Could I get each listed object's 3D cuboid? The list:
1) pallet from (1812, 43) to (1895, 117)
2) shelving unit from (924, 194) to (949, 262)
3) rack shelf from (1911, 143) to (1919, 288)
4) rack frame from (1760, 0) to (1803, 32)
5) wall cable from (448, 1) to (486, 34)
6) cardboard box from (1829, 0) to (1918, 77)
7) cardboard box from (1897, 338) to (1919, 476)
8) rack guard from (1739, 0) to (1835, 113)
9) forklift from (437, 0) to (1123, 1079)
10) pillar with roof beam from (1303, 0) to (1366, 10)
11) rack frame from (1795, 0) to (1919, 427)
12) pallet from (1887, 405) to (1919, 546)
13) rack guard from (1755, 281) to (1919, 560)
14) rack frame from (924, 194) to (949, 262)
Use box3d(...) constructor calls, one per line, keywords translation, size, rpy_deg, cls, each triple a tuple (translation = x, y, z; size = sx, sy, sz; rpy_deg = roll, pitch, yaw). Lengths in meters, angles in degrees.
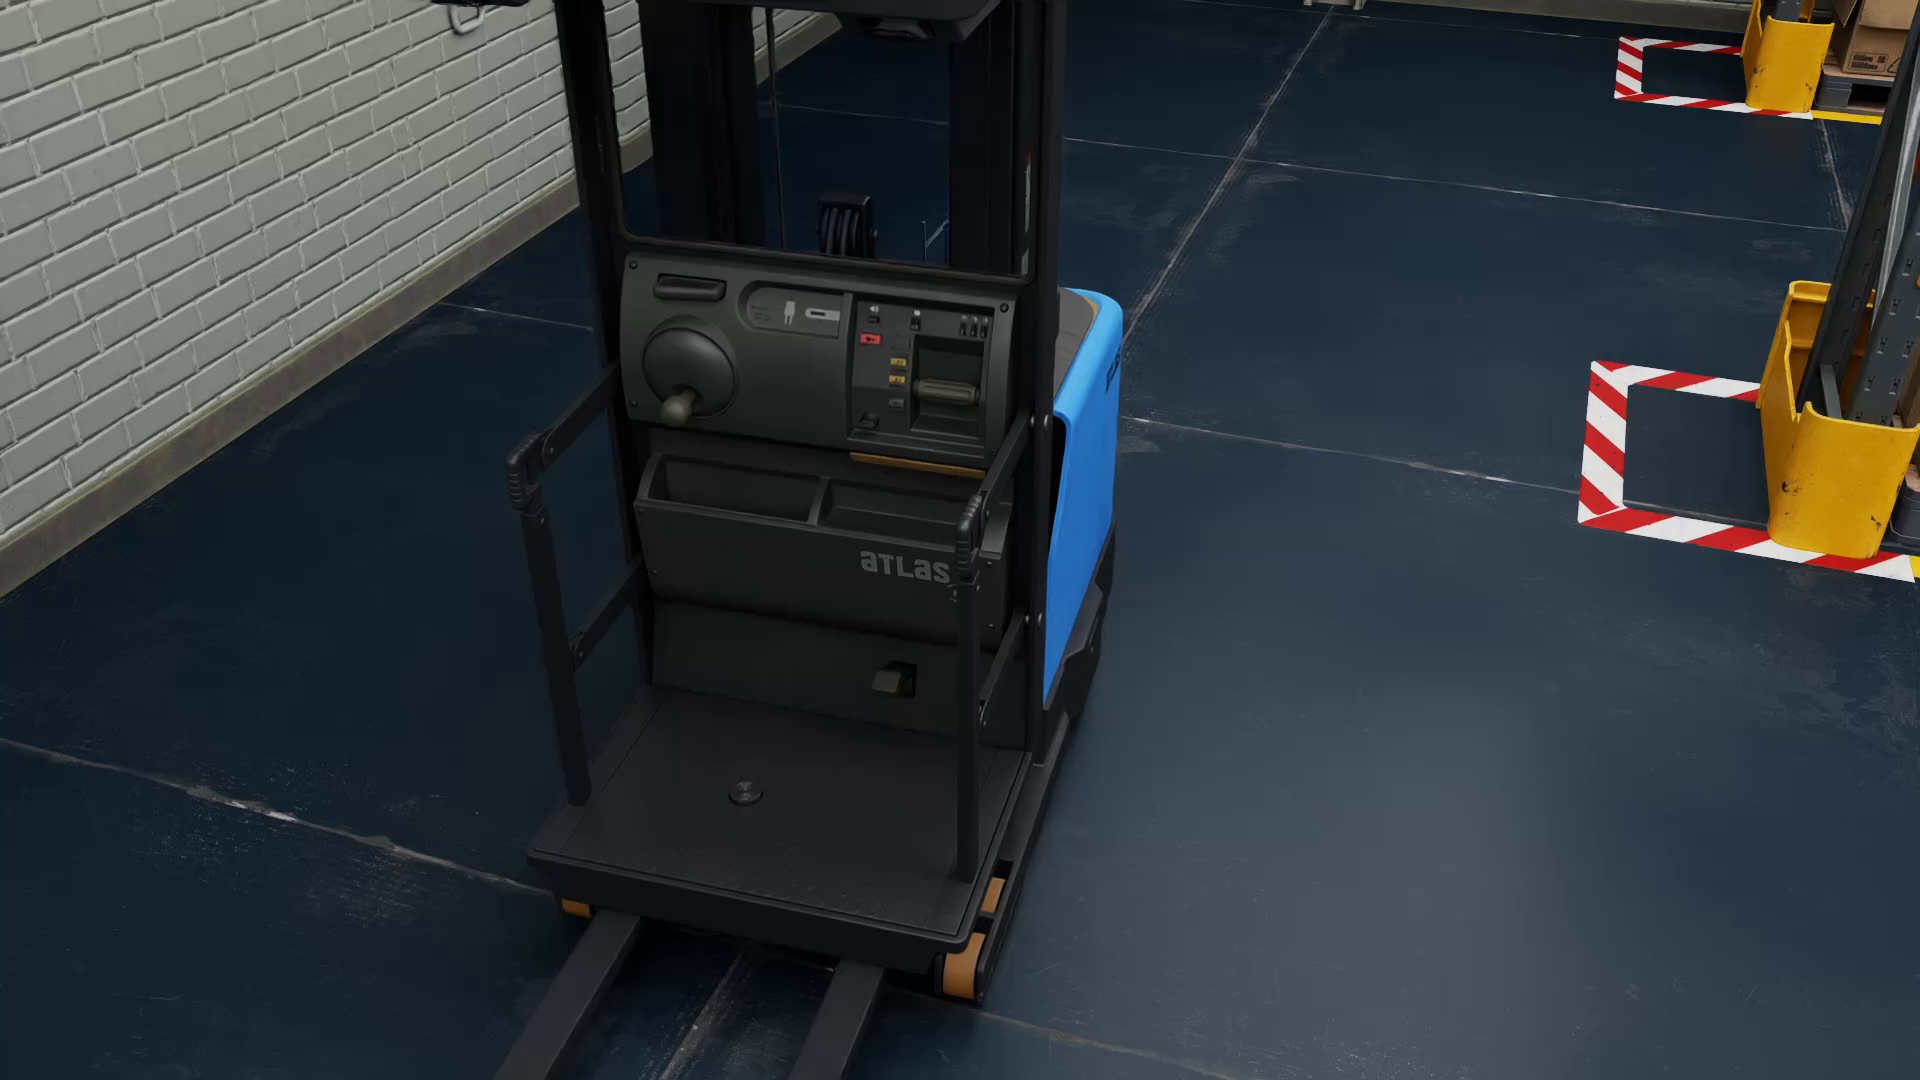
box3d(translation=(5.661, -2.712, 9.757), size=(1.213, 0.211, 1.003), rpy_deg=(11, 34, 16), cls="pallet")
box3d(translation=(0.015, -0.507, 5.428), size=(0.189, 1.200, 0.258), rpy_deg=(9, 34, 14), cls="shelving unit")
box3d(translation=(5.050, -0.840, 4.949), size=(4.000, 0.370, 1.077), rpy_deg=(11, 34, 16), cls="rack shelf")
box3d(translation=(4.838, -4.043, 9.247), size=(0.127, 3.000, 1.000), rpy_deg=(11, 34, 16), cls="rack frame")
box3d(translation=(-2.149, -2.968, 6.616), size=(0.123, 1.953, 0.585), rpy_deg=(11, 34, 16), cls="wall cable")
box3d(translation=(5.382, -3.011, 9.562), size=(0.637, 0.503, 0.797), rpy_deg=(10, 34, 15), cls="cardboard box")
box3d(translation=(3.822, -0.538, 5.793), size=(0.875, 0.438, 0.875), rpy_deg=(10, 34, 15), cls="cardboard box")
box3d(translation=(4.910, -2.979, 9.903), size=(0.348, 0.500, 1.175), rpy_deg=(11, 34, 16), cls="rack guard")
box3d(translation=(-0.389, -0.358, 3.603), size=(1.130, 2.935, 3.031), rpy_deg=(8, 34, 13), cls="forklift")
box3d(translation=(1.152, -5.319, 5.692), size=(0.400, 9.000, 9.100), rpy_deg=(11, 34, 16), cls="pillar with roof beam")
box3d(translation=(3.167, -1.508, 5.320), size=(0.127, 3.000, 1.000), rpy_deg=(11, 34, 16), cls="rack frame")
box3d(translation=(3.946, -0.230, 5.912), size=(1.213, 0.211, 1.003), rpy_deg=(11, 34, 16), cls="pallet")
box3d(translation=(3.145, -0.462, 6.005), size=(0.348, 0.500, 1.175), rpy_deg=(11, 34, 16), cls="rack guard")
box3d(translation=(-0.073, -0.521, 5.451), size=(0.006, 1.200, 0.240), rpy_deg=(9, 34, 14), cls="rack frame")
